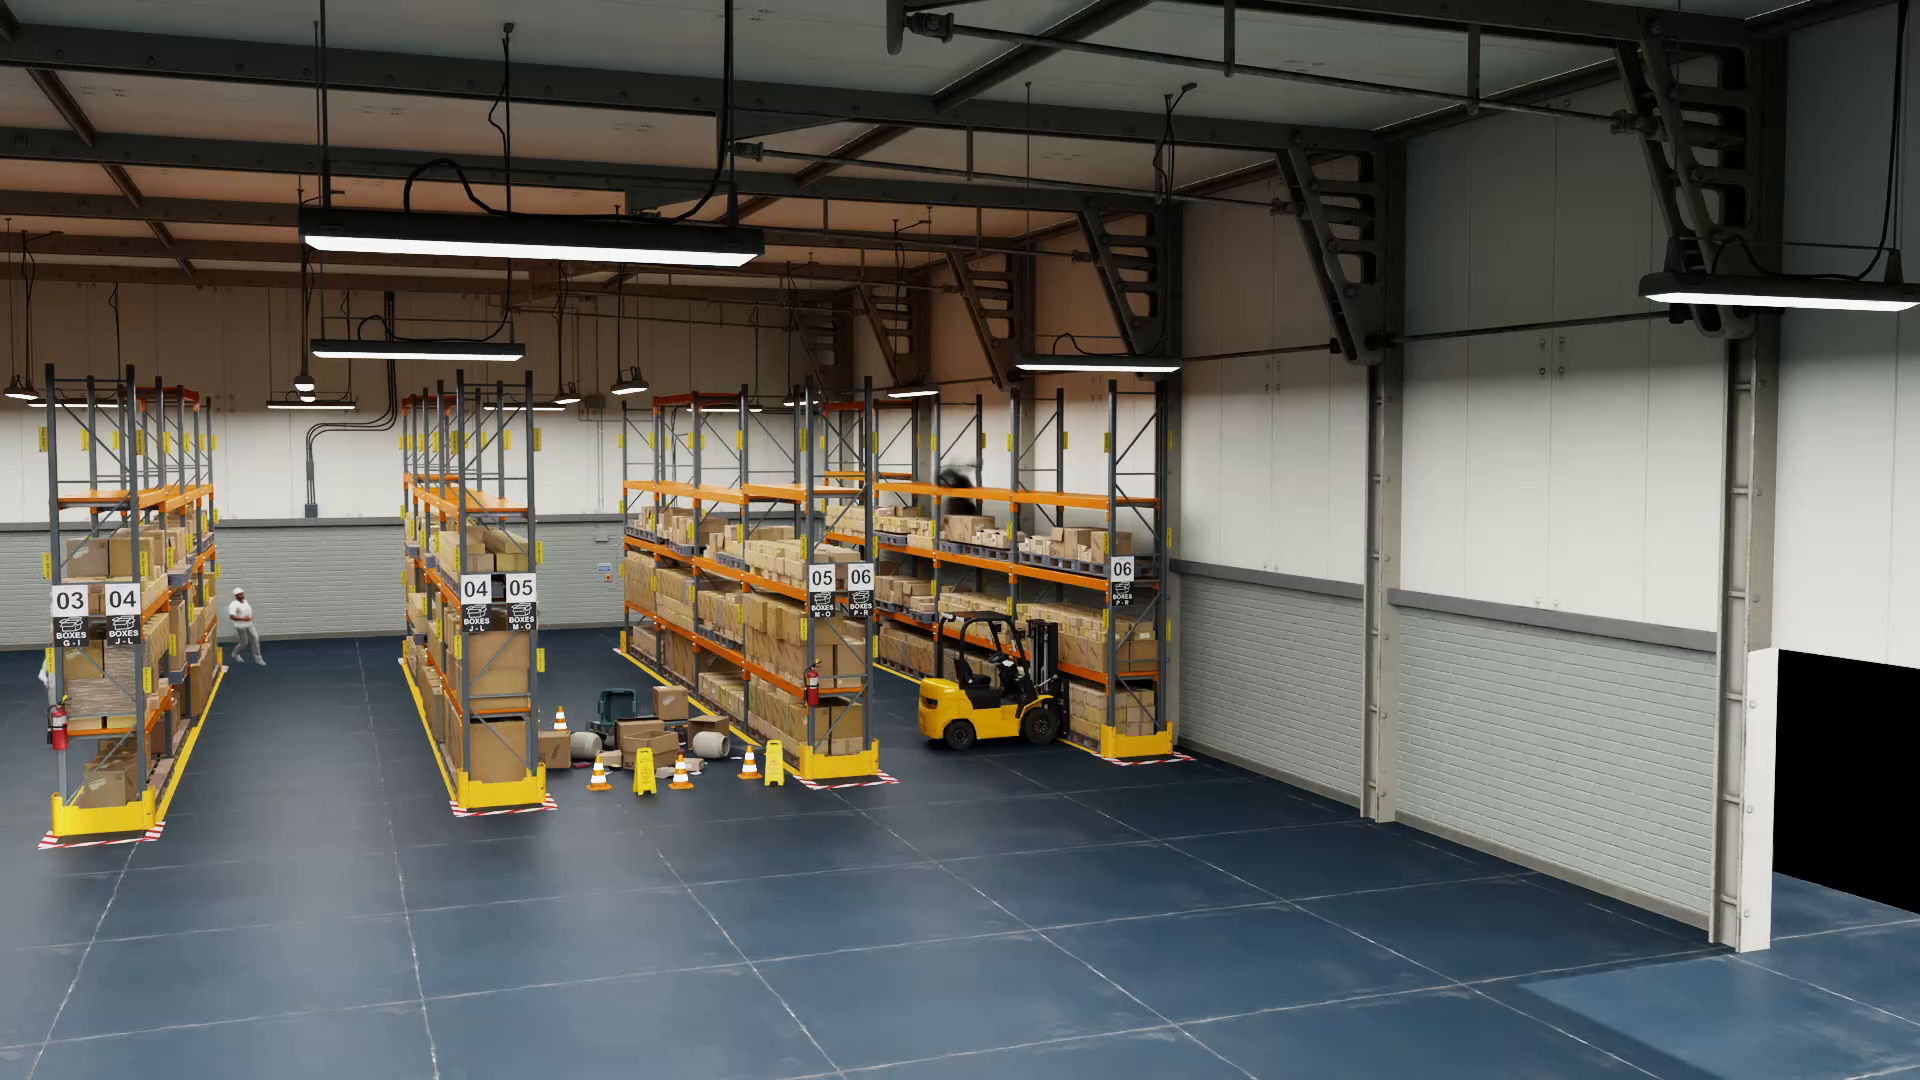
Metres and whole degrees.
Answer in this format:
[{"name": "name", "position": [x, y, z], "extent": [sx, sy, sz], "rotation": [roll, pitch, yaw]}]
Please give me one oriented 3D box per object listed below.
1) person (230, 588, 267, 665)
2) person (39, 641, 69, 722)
[{"name": "person", "position": [-16.037, 1.939, 37.252], "extent": [0.908, 1.756, 0.723], "rotation": [1, 3, 17]}, {"name": "person", "position": [-15.339, 2.520, 28.306], "extent": [0.611, 1.649, 0.569], "rotation": [-1, 4, -24]}]
